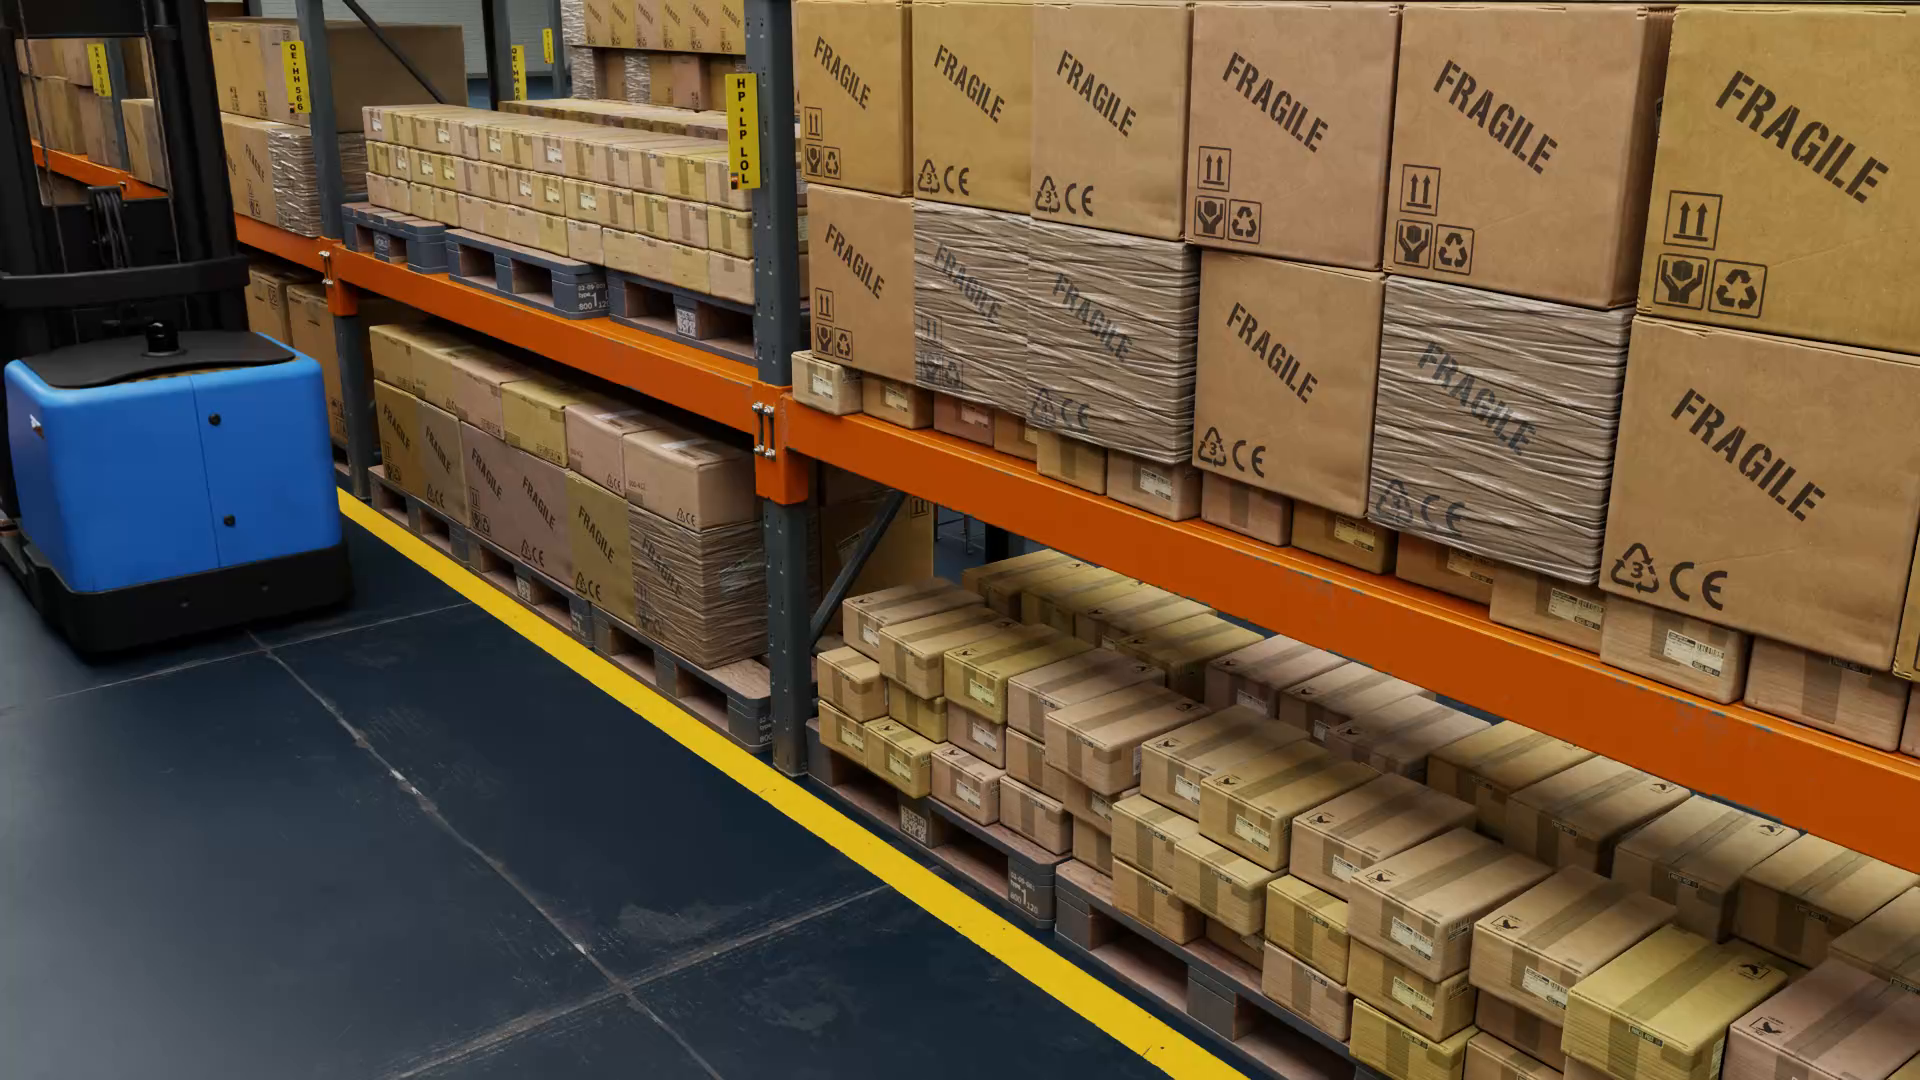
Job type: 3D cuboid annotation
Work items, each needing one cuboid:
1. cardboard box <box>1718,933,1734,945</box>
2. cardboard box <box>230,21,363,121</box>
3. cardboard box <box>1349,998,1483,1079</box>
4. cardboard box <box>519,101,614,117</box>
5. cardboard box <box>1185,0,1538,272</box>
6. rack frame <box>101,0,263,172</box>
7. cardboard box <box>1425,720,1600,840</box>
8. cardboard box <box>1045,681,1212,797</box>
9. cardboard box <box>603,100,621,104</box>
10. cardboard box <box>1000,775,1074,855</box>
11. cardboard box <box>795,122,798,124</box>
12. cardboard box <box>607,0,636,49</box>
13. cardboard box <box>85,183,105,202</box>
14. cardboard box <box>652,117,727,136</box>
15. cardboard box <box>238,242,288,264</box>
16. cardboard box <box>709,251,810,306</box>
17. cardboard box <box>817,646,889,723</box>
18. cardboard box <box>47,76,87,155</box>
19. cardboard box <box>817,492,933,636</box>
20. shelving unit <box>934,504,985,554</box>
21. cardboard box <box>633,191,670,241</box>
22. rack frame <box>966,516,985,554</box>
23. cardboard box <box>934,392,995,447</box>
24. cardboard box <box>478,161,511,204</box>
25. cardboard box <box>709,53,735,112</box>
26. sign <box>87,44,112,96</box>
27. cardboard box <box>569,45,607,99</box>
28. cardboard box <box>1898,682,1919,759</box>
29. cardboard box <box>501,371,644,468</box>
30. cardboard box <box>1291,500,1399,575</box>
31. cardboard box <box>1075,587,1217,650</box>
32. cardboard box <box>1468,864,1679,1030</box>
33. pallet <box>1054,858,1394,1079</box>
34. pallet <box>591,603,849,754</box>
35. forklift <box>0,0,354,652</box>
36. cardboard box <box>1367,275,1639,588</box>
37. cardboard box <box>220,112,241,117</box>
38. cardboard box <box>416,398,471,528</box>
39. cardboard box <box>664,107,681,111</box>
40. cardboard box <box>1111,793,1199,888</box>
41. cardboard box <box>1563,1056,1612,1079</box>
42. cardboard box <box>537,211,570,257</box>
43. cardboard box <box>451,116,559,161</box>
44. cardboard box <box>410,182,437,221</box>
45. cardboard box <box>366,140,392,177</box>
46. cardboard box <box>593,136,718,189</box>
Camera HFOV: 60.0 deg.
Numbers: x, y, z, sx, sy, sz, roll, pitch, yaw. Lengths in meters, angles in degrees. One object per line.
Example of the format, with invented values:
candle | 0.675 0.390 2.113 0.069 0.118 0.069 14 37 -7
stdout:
cardboard box | 1.742 0.869 3.859 0.380 0.149 0.250 -13 22 -34
cardboard box | -3.586 -2.615 9.237 0.700 0.500 0.500 -14 23 -37
cardboard box | 1.090 1.072 3.719 0.380 0.149 0.250 -15 24 -38
cardboard box | -1.862 -1.998 7.911 0.380 0.149 0.250 -14 23 -37
cardboard box | 0.833 -0.867 3.485 0.500 0.500 0.500 -15 23 -38
rack frame | -5.163 -2.715 11.291 1.000 3.000 0.127 -14 23 -36
cardboard box | 1.396 0.597 4.207 0.380 0.149 0.250 -14 23 -35
cardboard box | 0.449 0.524 4.430 0.380 0.149 0.250 -13 23 -35
cardboard box | -3.251 -4.221 16.236 0.380 0.149 0.250 -14 23 -36
cardboard box | 0.335 0.732 4.747 0.380 0.149 0.250 -15 23 -37
cardboard box | -1.577 -3.535 14.165 0.380 0.149 0.250 -14 23 -36
cardboard box | -2.952 -4.871 15.578 0.500 0.500 0.500 -14 23 -36
cardboard box | -6.062 -2.296 12.736 0.875 0.875 0.875 -14 23 -36
cardboard box | -1.054 -1.677 6.942 0.380 0.149 0.250 -13 22 -34
cardboard box | -4.112 -1.473 10.449 1.050 0.750 0.750 -14 23 -36
cardboard box | -0.598 -0.883 5.490 0.380 0.149 0.250 -15 23 -37
cardboard box | -0.222 0.421 5.214 0.380 0.149 0.250 -13 22 -34
cardboard box | -6.412 -3.273 12.737 0.875 0.550 0.500 -14 23 -36
cardboard box | -0.447 0.010 6.370 0.500 0.500 0.500 -13 22 -34
shelving unit | 0.033 -0.485 7.658 0.215 1.050 0.252 -14 23 -36
cardboard box | -0.914 -1.151 5.825 0.380 0.149 0.250 -13 22 -34
rack frame | 0.109 -0.455 7.567 0.200 1.050 0.008 -14 23 -36
cardboard box | 0.148 -0.386 4.657 0.380 0.149 0.250 -15 24 -38
cardboard box | -1.736 -1.476 6.805 0.380 0.149 0.250 -14 23 -37
cardboard box | -1.726 -4.100 14.841 0.875 0.500 0.500 -14 23 -36
sign | -5.598 -3.055 10.814 0.100 0.325 0.005 -14 23 -36
cardboard box | -3.376 -4.692 16.628 0.875 0.500 0.500 -14 23 -36
cardboard box | 1.738 0.267 2.683 0.380 0.149 0.250 -14 23 -36
cardboard box | -1.505 -0.504 6.727 0.500 0.250 0.500 -15 24 -38
cardboard box | 0.955 -0.061 3.674 0.380 0.149 0.250 -13 23 -35
cardboard box | 0.578 0.280 5.167 0.380 0.149 0.250 -14 23 -37
cardboard box | 1.277 0.844 3.463 0.380 0.149 0.250 -15 24 -38
pallet | 1.010 1.039 4.388 1.003 0.211 1.213 -14 23 -36
pallet | -0.681 0.388 6.354 1.003 0.211 1.213 -14 23 -36
forklift | -3.831 -1.357 7.298 1.130 2.935 3.031 -14 23 -36
cardboard box | 1.168 -0.258 3.239 0.500 0.500 0.500 -14 23 -36
cardboard box | -4.110 -2.207 9.598 0.500 0.500 0.500 -14 23 -35
cardboard box | -2.126 -0.395 7.592 0.500 0.500 0.500 -14 23 -35
cardboard box | -2.496 -3.907 15.290 0.380 0.149 0.250 -14 23 -36
cardboard box | 0.610 0.732 4.273 0.380 0.149 0.250 -14 23 -37
cardboard box | 1.412 1.052 3.306 0.380 0.149 0.250 -15 24 -38
cardboard box | -1.409 -1.204 6.457 0.380 0.149 0.250 -13 22 -34
cardboard box | -1.894 -1.682 6.955 0.380 0.149 0.250 -13 22 -34
cardboard box | -2.226 -1.527 7.435 0.380 0.149 0.250 -13 22 -33
cardboard box | -2.537 -1.793 7.763 0.380 0.149 0.250 -13 22 -34
cardboard box | -1.088 -1.362 5.989 0.380 0.149 0.250 -14 23 -36
